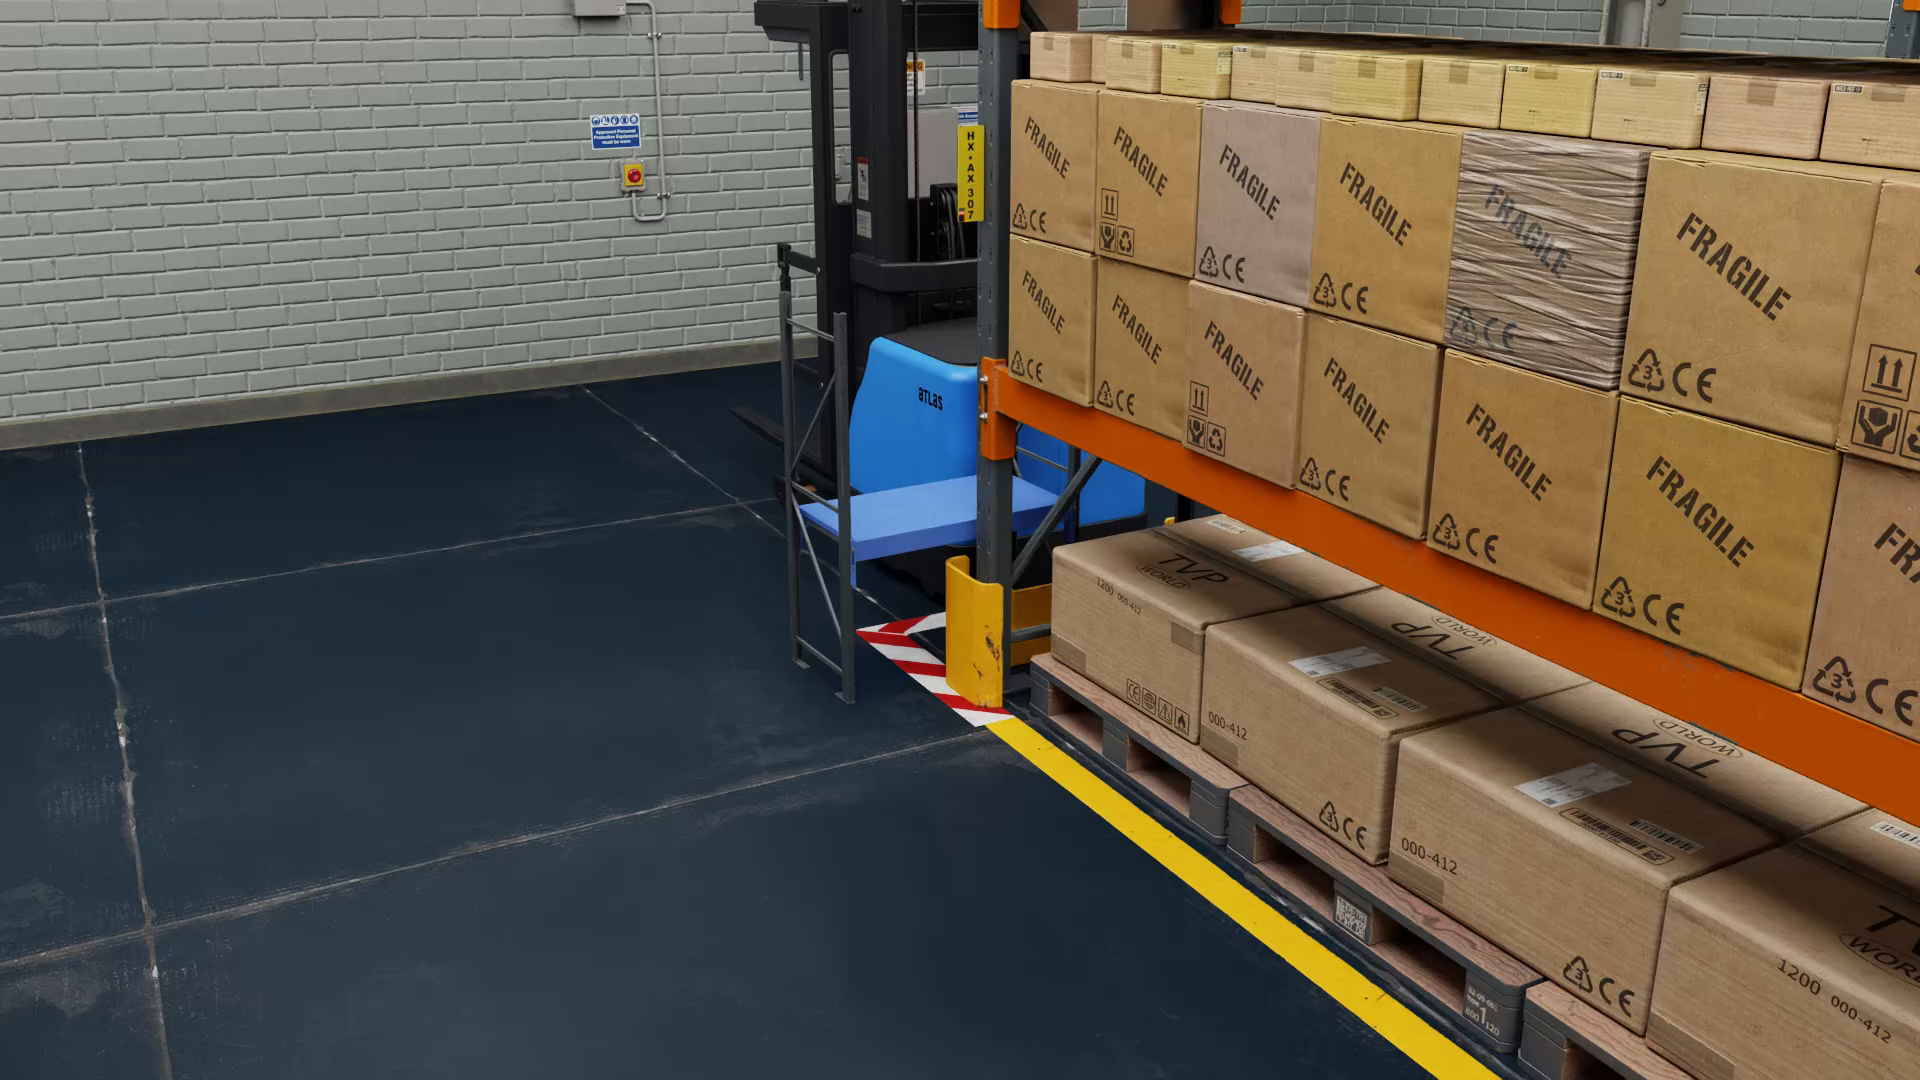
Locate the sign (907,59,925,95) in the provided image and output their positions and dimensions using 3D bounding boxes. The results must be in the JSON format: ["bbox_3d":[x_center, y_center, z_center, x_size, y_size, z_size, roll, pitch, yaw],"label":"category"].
[{"bbox_3d":[-0.398,-3.245,11.670,0.339,0.242,0.001,-10,21,-27],"label":"sign"}]

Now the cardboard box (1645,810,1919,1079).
[{"bbox_3d":[2.225,1.059,3.748,0.875,0.438,0.875,-10,22,-27],"label":"cardboard box"}]

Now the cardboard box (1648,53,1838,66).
[{"bbox_3d":[1.856,-1.073,3.962,0.380,0.149,0.250,-10,21,-27],"label":"cardboard box"}]

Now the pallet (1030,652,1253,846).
[{"bbox_3d":[0.978,0.631,5.980,1.003,0.211,1.213,-10,21,-27],"label":"pallet"}]

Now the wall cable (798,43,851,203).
[{"bbox_3d":[-0.926,-3.223,11.317,0.588,1.984,0.122,-10,21,-27],"label":"wall cable"}]

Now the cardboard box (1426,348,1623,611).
[{"bbox_3d":[1.483,-0.186,3.920,0.500,0.500,0.500,-10,22,-27],"label":"cardboard box"}]

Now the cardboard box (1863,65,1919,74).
[{"bbox_3d":[2.149,-0.933,3.556,0.380,0.149,0.250,-10,21,-27],"label":"cardboard box"}]

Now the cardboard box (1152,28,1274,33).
[{"bbox_3d":[0.876,-1.660,5.662,0.380,0.149,0.250,-10,21,-26],"label":"cardboard box"}]

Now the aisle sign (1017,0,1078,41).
[{"bbox_3d":[0.240,-2.110,5.661,0.394,0.787,0.004,-10,21,-27],"label":"aisle sign"}]

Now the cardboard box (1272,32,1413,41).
[{"bbox_3d":[1.214,-1.529,5.284,0.380,0.149,0.250,-10,22,-27],"label":"cardboard box"}]

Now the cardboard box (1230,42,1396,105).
[{"bbox_3d":[0.976,-1.290,4.591,0.380,0.149,0.250,-10,21,-26],"label":"cardboard box"}]

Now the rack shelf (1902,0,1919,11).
[{"bbox_3d":[5.845,-2.179,6.351,1.077,0.370,4.000,-10,21,-27],"label":"rack shelf"}]

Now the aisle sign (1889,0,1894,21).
[{"bbox_3d":[4.605,-2.878,7.888,0.394,0.787,0.004,-10,21,-27],"label":"aisle sign"}]

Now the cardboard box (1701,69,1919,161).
[{"bbox_3d":[1.727,-0.858,3.338,0.380,0.149,0.250,-10,21,-27],"label":"cardboard box"}]

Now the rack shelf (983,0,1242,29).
[{"bbox_3d":[1.479,-1.409,4.120,1.077,0.370,4.000,-10,21,-27],"label":"rack shelf"}]

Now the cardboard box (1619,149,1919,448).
[{"bbox_3d":[1.728,-0.516,3.343,0.500,0.500,0.500,-10,22,-27],"label":"cardboard box"}]

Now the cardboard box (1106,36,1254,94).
[{"bbox_3d":[0.664,-1.430,4.997,0.380,0.149,0.250,-9,21,-25],"label":"cardboard box"}]

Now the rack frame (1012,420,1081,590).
[{"bbox_3d":[0.335,-0.322,6.766,0.032,1.500,0.500,-11,22,-29],"label":"rack frame"}]

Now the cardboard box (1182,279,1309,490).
[{"bbox_3d":[0.995,-0.480,4.771,0.500,0.500,0.500,-10,21,-27],"label":"cardboard box"}]

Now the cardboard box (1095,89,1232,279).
[{"bbox_3d":[0.758,-1.096,5.022,0.500,0.500,0.500,-11,22,-28],"label":"cardboard box"}]

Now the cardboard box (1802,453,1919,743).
[{"bbox_3d":[1.983,0.102,3.083,0.500,0.500,0.500,-10,21,-26],"label":"cardboard box"}]

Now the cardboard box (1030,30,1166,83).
[{"bbox_3d":[0.454,-1.587,5.451,0.380,0.149,0.250,-9,21,-26],"label":"cardboard box"}]

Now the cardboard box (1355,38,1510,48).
[{"bbox_3d":[1.359,-1.365,4.807,0.380,0.149,0.250,-10,22,-27],"label":"cardboard box"}]

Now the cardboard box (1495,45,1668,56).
[{"bbox_3d":[1.638,-1.223,4.398,0.380,0.149,0.250,-9,21,-25],"label":"cardboard box"}]

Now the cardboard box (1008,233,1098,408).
[{"bbox_3d":[0.504,-0.770,5.611,0.500,0.500,0.500,-10,21,-27],"label":"cardboard box"}]

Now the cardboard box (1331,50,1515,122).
[{"bbox_3d":[1.153,-1.135,4.142,0.380,0.149,0.250,-11,22,-28],"label":"cardboard box"}]

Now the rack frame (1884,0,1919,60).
[{"bbox_3d":[4.896,-1.675,8.387,1.000,3.000,0.127,-10,21,-27],"label":"rack frame"}]

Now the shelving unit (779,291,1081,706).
[{"bbox_3d":[-0.102,-0.238,6.520,1.048,1.500,0.538,-11,22,-29],"label":"shelving unit"}]

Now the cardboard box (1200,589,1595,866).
[{"bbox_3d":[1.373,0.543,5.243,0.875,0.438,0.875,-9,21,-25],"label":"cardboard box"}]

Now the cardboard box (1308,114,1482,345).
[{"bbox_3d":[1.247,-0.806,4.183,0.500,0.500,0.500,-10,21,-26],"label":"cardboard box"}]

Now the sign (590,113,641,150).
[{"bbox_3d":[-2.240,-2.658,10.821,0.327,0.218,0.001,-10,21,-27],"label":"sign"}]

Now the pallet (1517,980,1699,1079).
[{"bbox_3d":[2.136,1.331,3.950,1.003,0.211,1.213,-10,21,-27],"label":"pallet"}]

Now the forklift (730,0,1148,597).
[{"bbox_3d":[-0.305,-1.563,8.168,1.130,2.935,3.031,-10,22,-28],"label":"forklift"}]

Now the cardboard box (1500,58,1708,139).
[{"bbox_3d":[1.451,-0.999,3.748,0.380,0.149,0.250,-10,22,-28],"label":"cardboard box"}]
